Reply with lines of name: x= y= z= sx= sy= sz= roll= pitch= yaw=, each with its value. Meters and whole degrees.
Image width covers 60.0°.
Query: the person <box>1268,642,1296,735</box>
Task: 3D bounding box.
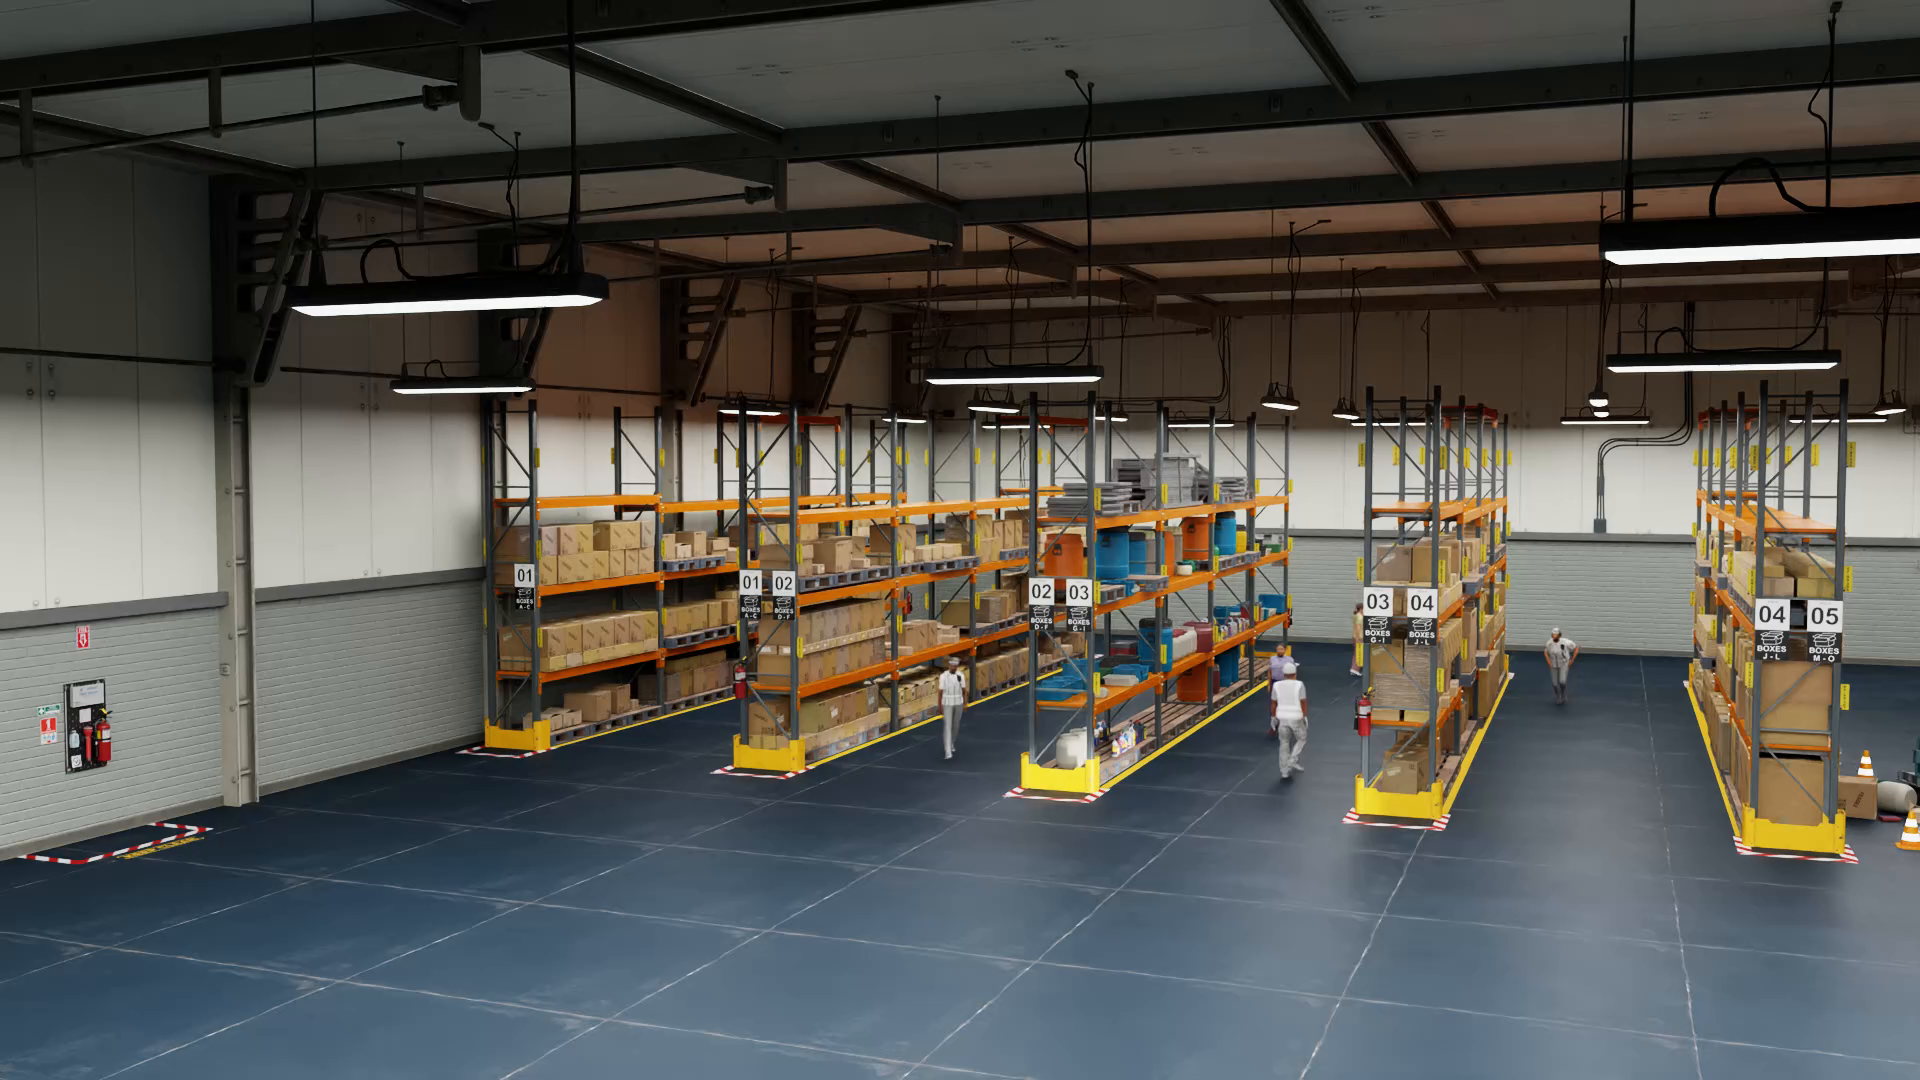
person: x=5.844 y=2.708 z=30.268 sx=0.534 sy=1.645 sz=0.652 roll=1 pitch=3 yaw=23

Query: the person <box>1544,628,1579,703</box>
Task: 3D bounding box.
person: x=12.177 y=2.551 z=33.726 sx=0.622 sy=1.579 sz=0.732 roll=2 pitch=3 yaw=30

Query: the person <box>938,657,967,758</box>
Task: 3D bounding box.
person: x=-0.124 y=2.785 z=27.950 sx=0.494 sy=1.642 sz=0.842 roll=-1 pitch=3 yaw=-19

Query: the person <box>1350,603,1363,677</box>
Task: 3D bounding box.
person: x=9.152 y=2.292 z=38.241 sx=0.386 sy=1.700 sz=0.476 roll=0 pitch=3 yaw=-2

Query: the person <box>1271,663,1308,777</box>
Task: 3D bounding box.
person: x=5.163 y=2.820 z=26.102 sx=0.597 sy=1.775 sz=0.490 roll=2 pitch=3 yaw=31
